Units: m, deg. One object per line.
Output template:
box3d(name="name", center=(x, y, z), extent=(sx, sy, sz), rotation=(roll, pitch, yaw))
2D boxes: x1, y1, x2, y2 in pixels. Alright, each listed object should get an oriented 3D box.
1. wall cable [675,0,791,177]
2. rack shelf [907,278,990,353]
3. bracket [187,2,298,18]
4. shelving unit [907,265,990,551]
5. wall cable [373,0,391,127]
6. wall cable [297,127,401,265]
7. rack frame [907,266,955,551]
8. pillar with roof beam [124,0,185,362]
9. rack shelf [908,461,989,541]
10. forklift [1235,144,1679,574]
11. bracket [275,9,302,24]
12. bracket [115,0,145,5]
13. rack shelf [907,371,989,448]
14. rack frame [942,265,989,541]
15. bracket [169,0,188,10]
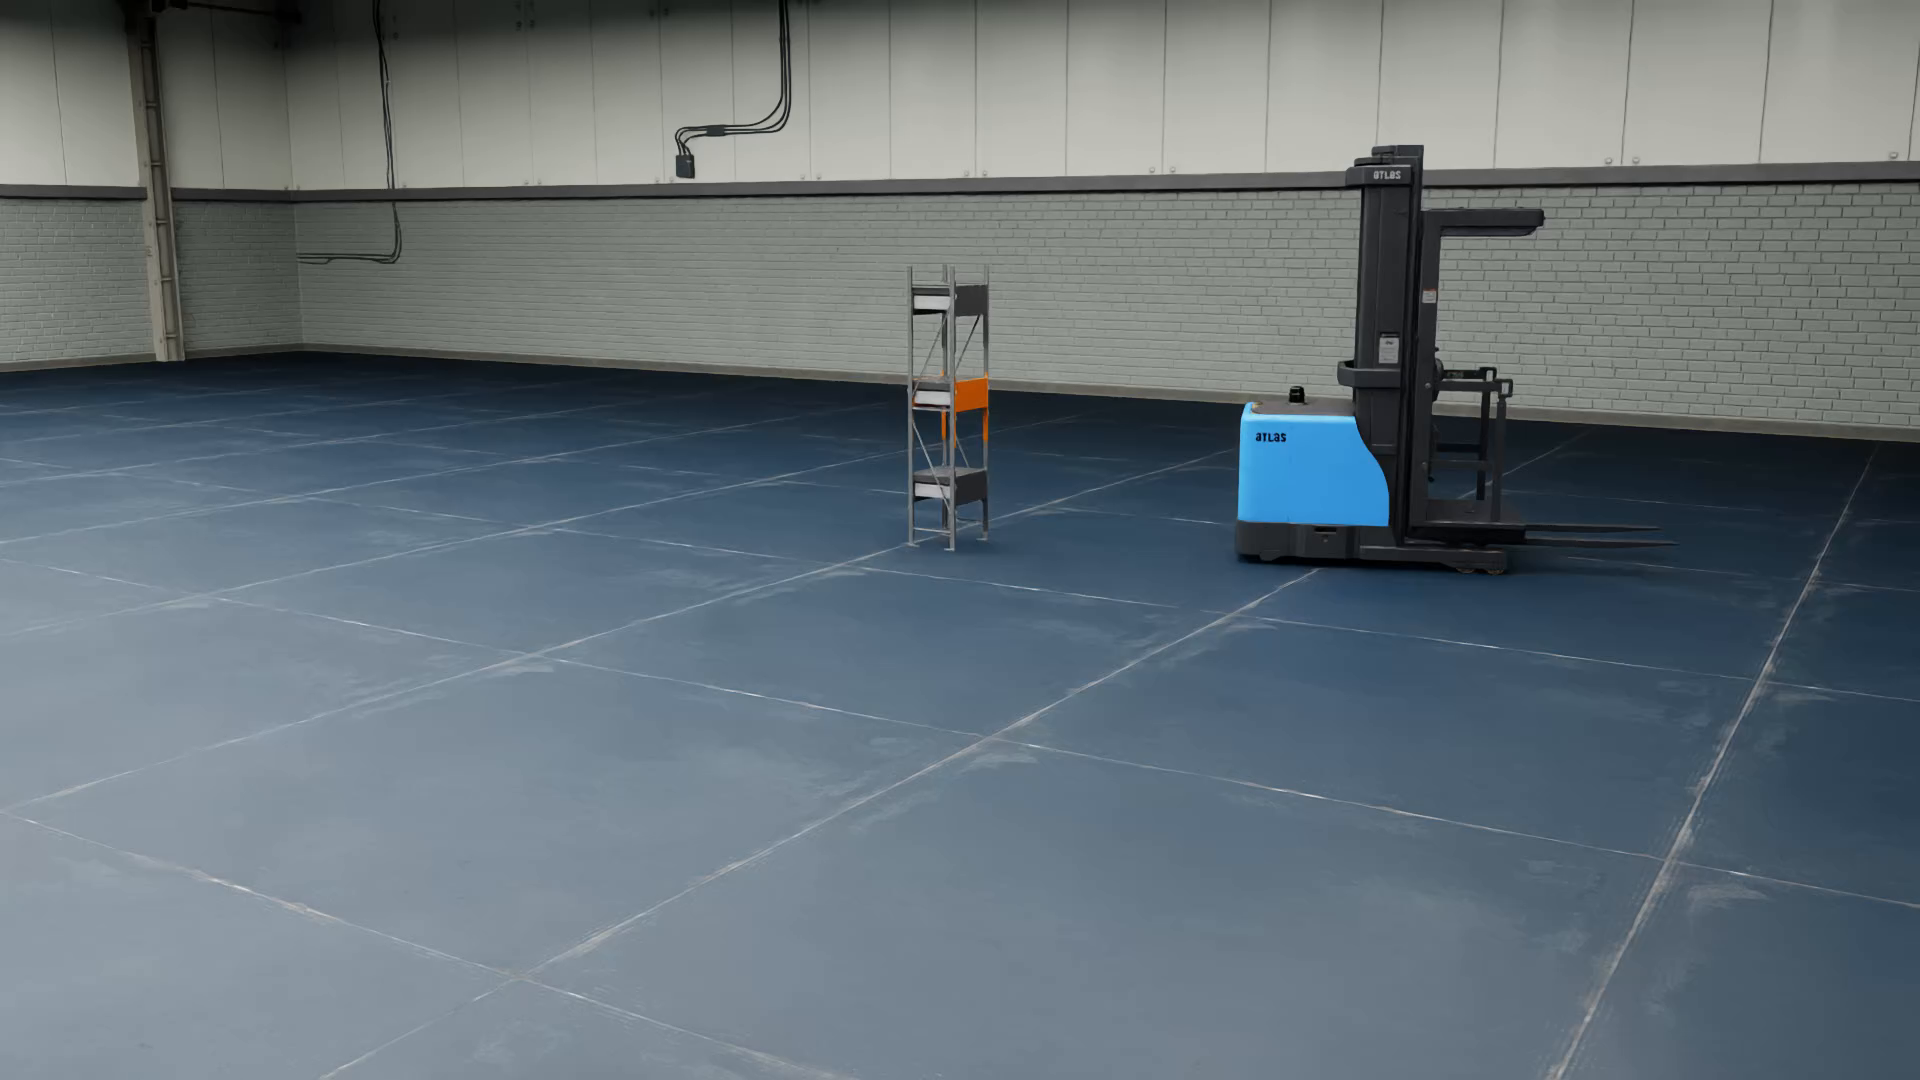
box3d(name="wall cable", center=(-3.651, -8.797, 26.163), extent=(2.305, 6.003, 0.169), rotation=(6, 12, 31))
box3d(name="rack shelf", center=(-0.086, -1.681, 12.410), extent=(0.431, 0.518, 0.480), rotation=(6, 12, 31))
box3d(name="bracket", center=(-12.974, -9.778, 30.864), extent=(0.076, 0.066, 3.189), rotation=(6, 12, 31))
box3d(name="shelving unit", center=(-0.086, -1.006, 12.536), extent=(0.431, 2.100, 0.503), rotation=(6, 12, 31))
box3d(name="wall cable", center=(-9.445, -8.733, 29.774), extent=(3.097, 2.526, 0.112), rotation=(6, 12, 31))
box3d(name="wall cable", center=(-11.757, -6.509, 31.619), extent=(3.097, 2.526, 0.112), rotation=(6, 12, 31))
box3d(name="rack frame", center=(-0.213, -0.968, 12.331), extent=(0.400, 2.100, 0.015), rotation=(6, 12, 31))
box3d(name="pillar with roof beam", center=(-10.737, -7.287, 27.337), extent=(9.100, 9.000, 0.548), rotation=(6, 12, 31))
box3d(name="rack shelf", center=(-0.086, -0.305, 12.668), extent=(0.431, 0.518, 0.480), rotation=(6, 12, 31))
box3d(name="forklift", center=(3.559, -1.308, 11.892), extent=(3.031, 2.935, 1.130), rotation=(2, 11, 11))
box3d(name="bracket", center=(-12.667, -9.871, 31.361), extent=(0.235, 0.232, 0.430), rotation=(6, 12, 31))
box3d(name="bracket", center=(-14.328, -9.368, 28.672), extent=(0.235, 0.232, 0.430), rotation=(6, 12, 31))
box3d(name="rack shelf", center=(-0.086, -0.993, 12.539), extent=(0.431, 0.518, 0.480), rotation=(6, 12, 31))
box3d(name="rack frame", center=(0.041, -1.044, 12.741), extent=(0.400, 2.100, 0.015), rotation=(6, 12, 31))
box3d(name="bracket", center=(-13.898, -9.499, 29.370), extent=(0.235, 0.232, 0.430), rotation=(6, 12, 31))
